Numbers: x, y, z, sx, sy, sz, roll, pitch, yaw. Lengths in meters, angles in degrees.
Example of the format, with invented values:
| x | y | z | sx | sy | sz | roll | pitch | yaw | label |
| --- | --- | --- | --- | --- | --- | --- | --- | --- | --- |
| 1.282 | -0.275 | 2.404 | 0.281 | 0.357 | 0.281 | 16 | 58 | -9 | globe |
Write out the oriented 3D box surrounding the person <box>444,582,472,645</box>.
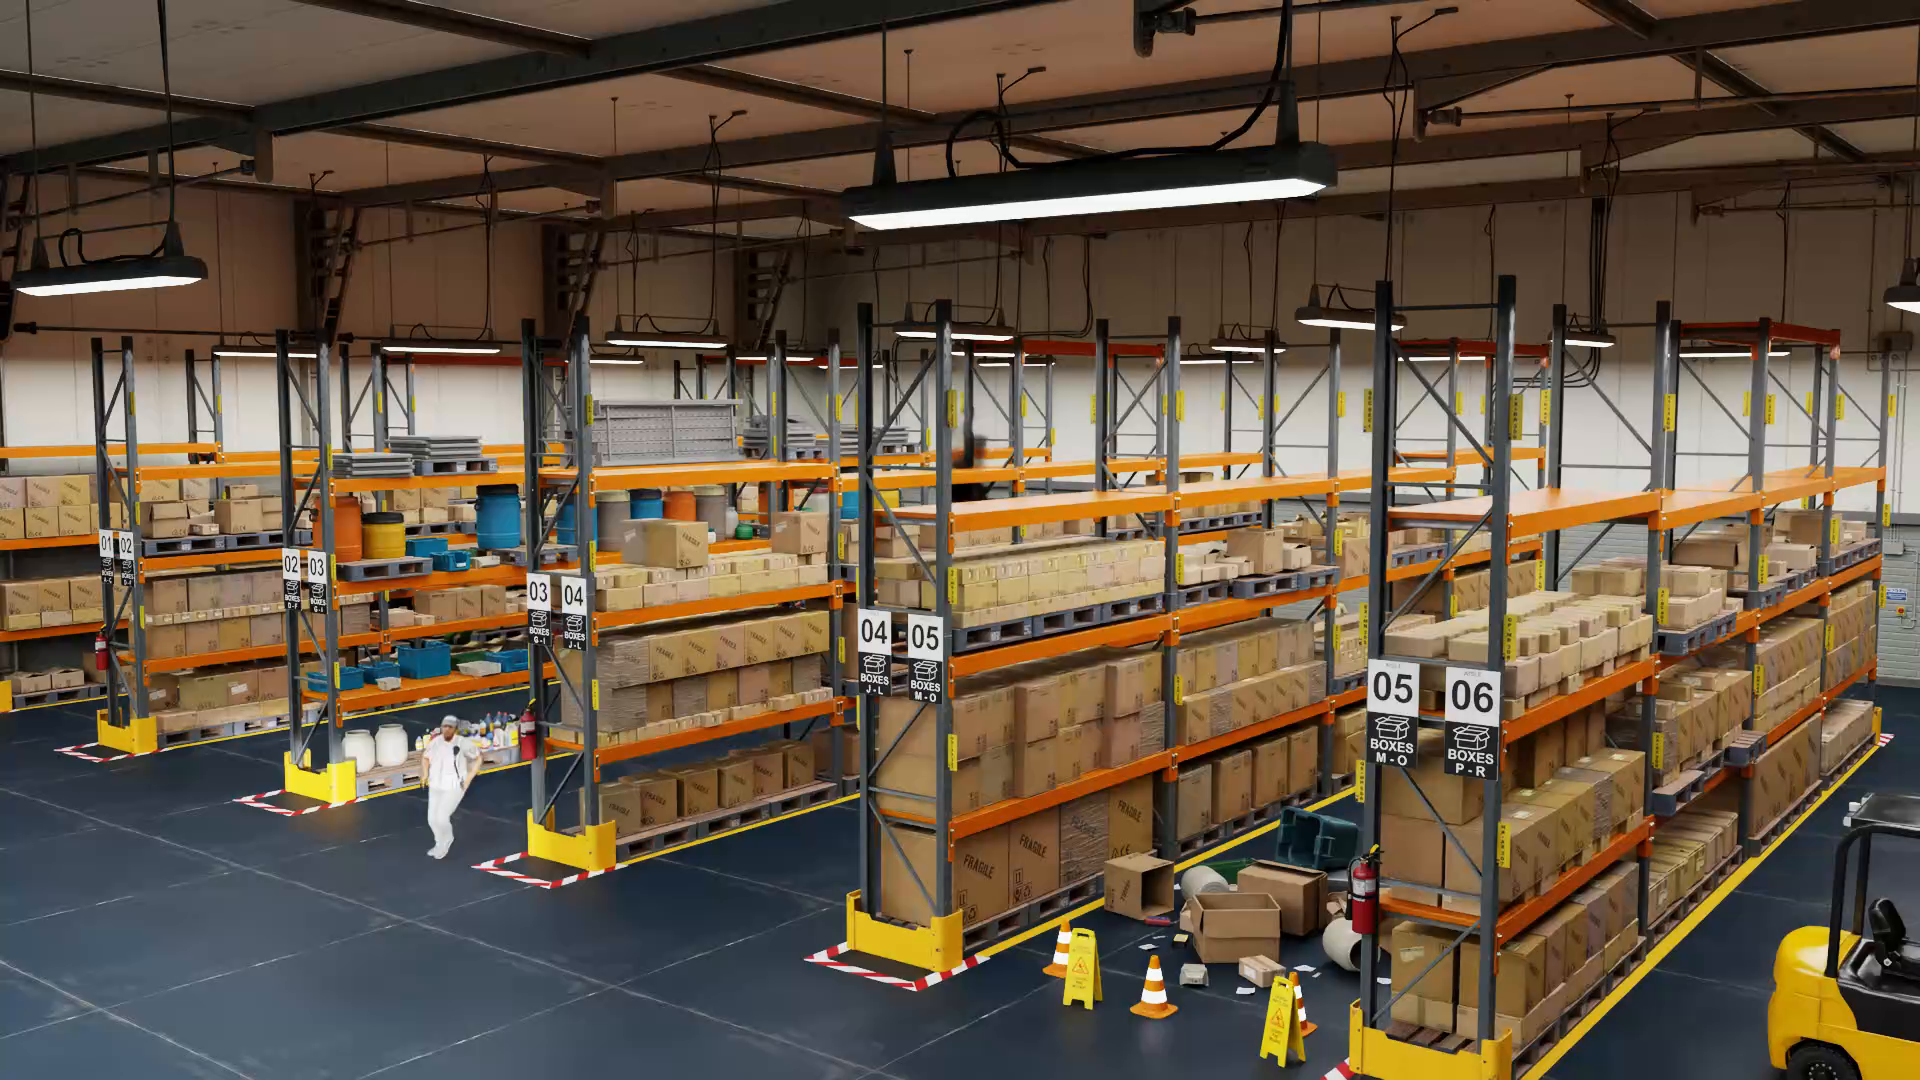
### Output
| x | y | z | sx | sy | sz | roll | pitch | yaw | label |
| --- | --- | --- | --- | --- | --- | --- | --- | --- | --- |
| -9.446 | 1.544 | 31.410 | 0.671 | 1.809 | 0.878 | 3 | 6 | 27 | person |

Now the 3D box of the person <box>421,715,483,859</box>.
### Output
| x | y | z | sx | sy | sz | roll | pitch | yaw | label |
| --- | --- | --- | --- | --- | --- | --- | --- | --- | --- |
| -5.688 | 2.746 | 18.475 | 0.647 | 1.622 | 0.604 | 1 | 5 | 13 | person |

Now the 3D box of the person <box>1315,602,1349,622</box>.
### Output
| x | y | z | sx | sy | sz | roll | pitch | yaw | label |
| --- | --- | --- | --- | --- | --- | --- | --- | --- | --- |
| 6.758 | 1.726 | 30.099 | 0.594 | 1.675 | 0.783 | -1 | 5 | -6 | person |
